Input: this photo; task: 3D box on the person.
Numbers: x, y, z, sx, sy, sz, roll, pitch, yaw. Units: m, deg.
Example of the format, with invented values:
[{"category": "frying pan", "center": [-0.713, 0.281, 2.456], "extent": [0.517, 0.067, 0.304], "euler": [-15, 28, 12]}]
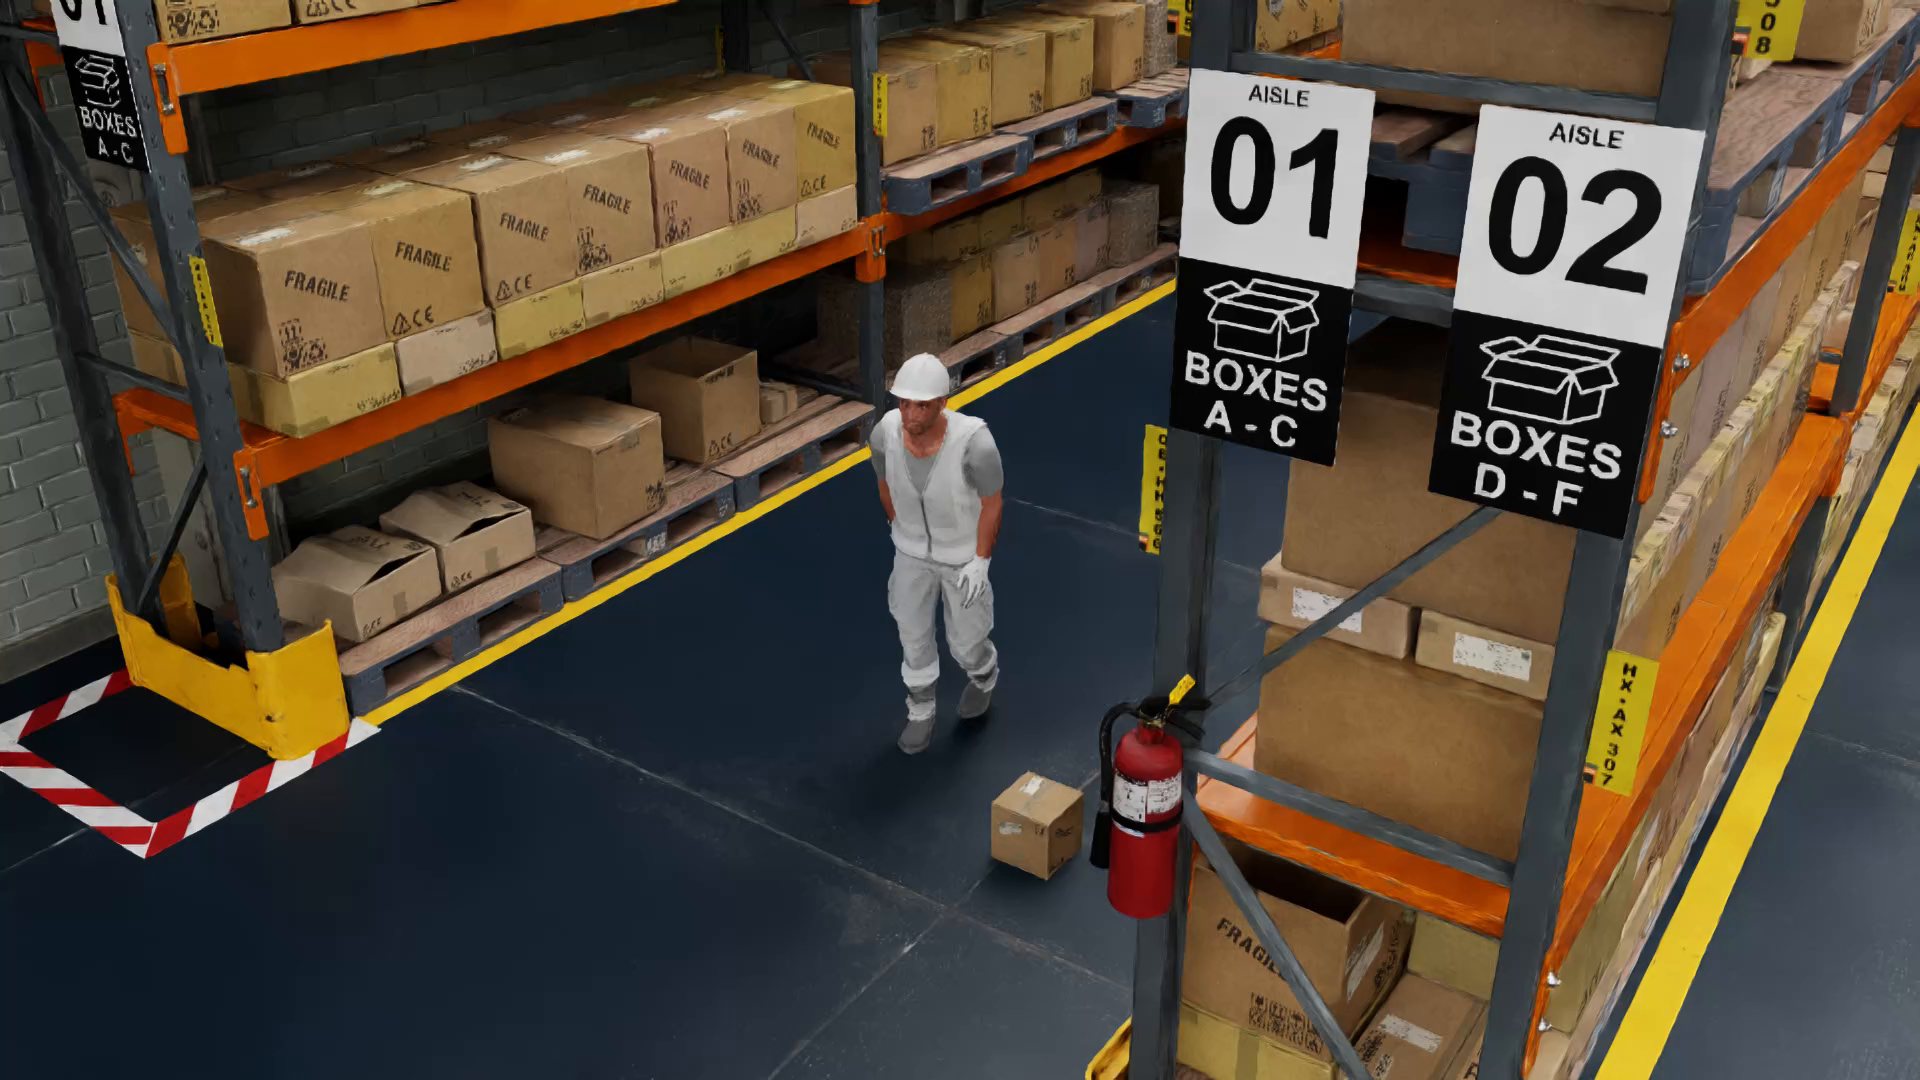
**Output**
[{"category": "person", "center": [-0.076, 0.047, 6.525], "extent": [0.535, 1.757, 0.683], "euler": [8, 28, 16]}]
